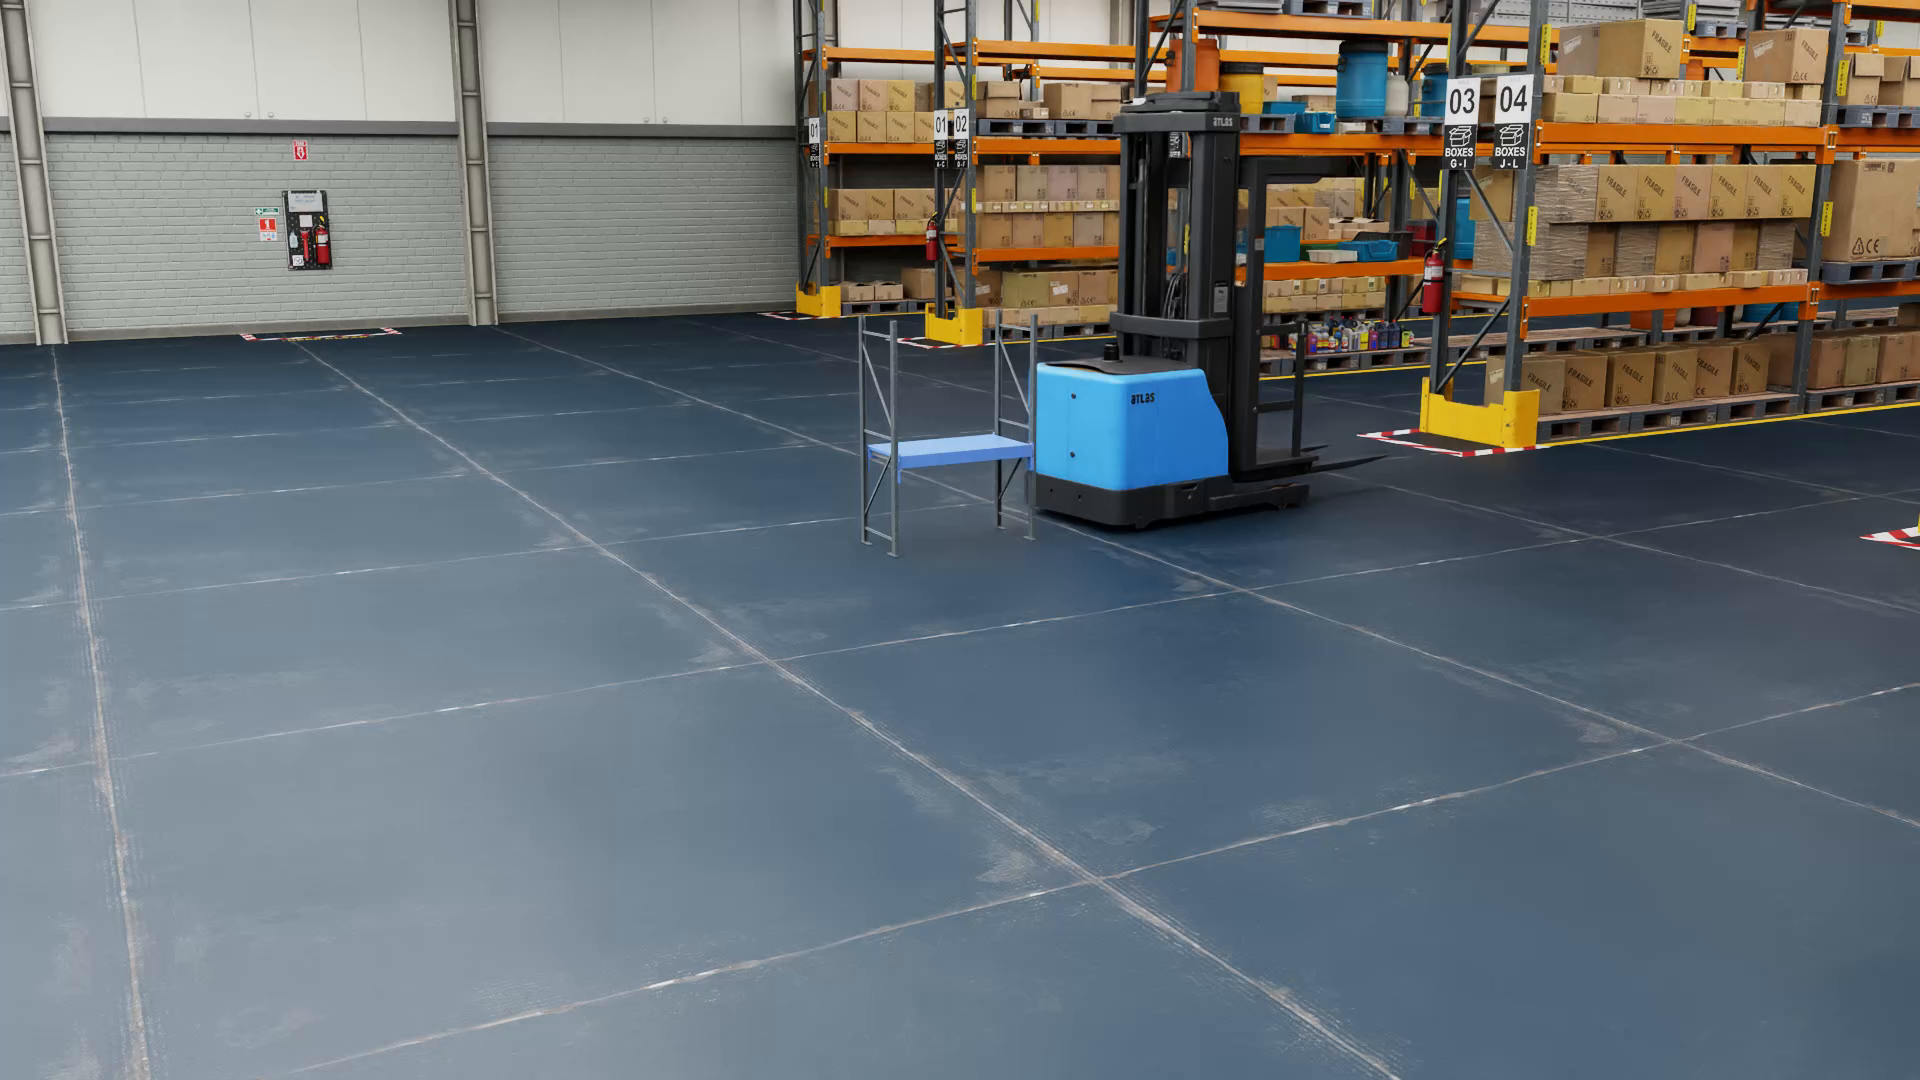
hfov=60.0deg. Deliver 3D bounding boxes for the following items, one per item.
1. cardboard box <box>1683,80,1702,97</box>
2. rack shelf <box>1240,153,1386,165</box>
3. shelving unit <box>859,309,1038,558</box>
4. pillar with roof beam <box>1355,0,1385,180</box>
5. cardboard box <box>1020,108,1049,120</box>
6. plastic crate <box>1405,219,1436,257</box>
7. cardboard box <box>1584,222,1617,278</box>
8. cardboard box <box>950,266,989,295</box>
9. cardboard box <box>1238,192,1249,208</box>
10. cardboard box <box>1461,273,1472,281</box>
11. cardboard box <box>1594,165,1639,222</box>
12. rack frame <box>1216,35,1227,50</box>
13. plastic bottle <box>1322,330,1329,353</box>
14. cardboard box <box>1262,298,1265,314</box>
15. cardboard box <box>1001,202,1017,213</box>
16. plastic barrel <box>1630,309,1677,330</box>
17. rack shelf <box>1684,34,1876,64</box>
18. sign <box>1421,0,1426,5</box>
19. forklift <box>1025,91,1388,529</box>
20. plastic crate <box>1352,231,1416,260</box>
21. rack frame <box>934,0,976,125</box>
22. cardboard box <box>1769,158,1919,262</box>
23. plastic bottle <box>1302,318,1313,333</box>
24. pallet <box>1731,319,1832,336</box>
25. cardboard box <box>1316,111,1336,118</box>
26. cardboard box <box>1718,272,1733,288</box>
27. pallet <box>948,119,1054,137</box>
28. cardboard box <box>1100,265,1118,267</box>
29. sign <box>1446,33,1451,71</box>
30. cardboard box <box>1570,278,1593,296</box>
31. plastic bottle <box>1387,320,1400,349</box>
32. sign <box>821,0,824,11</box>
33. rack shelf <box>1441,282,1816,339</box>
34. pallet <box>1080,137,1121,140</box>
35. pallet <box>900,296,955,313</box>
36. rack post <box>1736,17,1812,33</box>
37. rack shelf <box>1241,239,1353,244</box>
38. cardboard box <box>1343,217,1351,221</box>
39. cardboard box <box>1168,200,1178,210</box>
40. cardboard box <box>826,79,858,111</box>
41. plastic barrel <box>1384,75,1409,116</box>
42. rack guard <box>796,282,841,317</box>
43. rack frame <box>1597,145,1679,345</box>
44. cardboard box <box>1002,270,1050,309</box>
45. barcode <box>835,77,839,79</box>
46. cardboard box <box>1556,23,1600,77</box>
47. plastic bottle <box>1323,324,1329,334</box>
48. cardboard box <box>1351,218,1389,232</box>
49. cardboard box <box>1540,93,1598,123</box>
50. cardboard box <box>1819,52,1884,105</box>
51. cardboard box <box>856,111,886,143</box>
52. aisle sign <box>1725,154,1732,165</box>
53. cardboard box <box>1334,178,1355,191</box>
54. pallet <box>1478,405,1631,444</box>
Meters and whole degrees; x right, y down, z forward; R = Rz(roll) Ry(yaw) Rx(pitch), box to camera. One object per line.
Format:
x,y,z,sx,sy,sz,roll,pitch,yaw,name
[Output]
6.603,-4.157,15.350,0.250,0.149,0.380,-7,15,-30,cardboard box
6.329,-7.420,32.056,4.000,0.370,1.077,-7,14,-28,rack shelf
-0.075,-0.723,10.905,1.048,1.500,0.538,-7,14,-28,shelving unit
10.347,-8.856,29.964,0.400,9.000,9.100,-7,14,-28,pillar with roof beam
1.046,-6.006,23.428,0.250,0.149,0.380,-7,14,-28,cardboard box
6.088,-3.909,21.500,0.583,0.464,0.402,-7,14,-28,plastic crate
5.549,-2.714,15.434,0.500,0.500,0.875,-7,14,-28,cardboard box
0.171,-4.555,29.209,0.500,0.500,0.500,-8,15,-32,cardboard box
5.123,-6.303,31.334,0.500,0.500,0.500,-6,14,-26,cardboard box
8.387,-4.239,27.805,0.500,0.500,0.500,-7,14,-29,cardboard box
5.728,-3.131,15.005,0.500,0.500,0.500,-7,14,-28,cardboard box
4.574,-9.024,30.713,0.127,3.000,1.000,-7,14,-28,rack frame
4.428,-2.408,20.187,0.097,0.271,0.097,0,13,0,plastic bottle
4.362,-3.634,25.732,0.500,0.250,0.500,-6,14,-26,cardboard box
0.607,-4.695,23.434,0.250,0.149,0.380,-7,15,-29,cardboard box
9.742,-3.389,23.324,0.708,0.830,0.600,-7,14,-28,plastic barrel
11.076,-6.780,23.287,4.000,0.370,1.077,-7,14,-28,rack shelf
7.220,-8.497,25.879,0.005,0.325,0.100,-7,14,-28,sign
1.951,-1.739,12.160,3.031,2.935,1.130,-9,16,-36,forklift
5.289,-3.707,20.889,0.504,0.338,0.767,-7,14,-28,plastic crate
-0.071,-7.229,22.733,0.127,3.000,1.000,-7,14,-28,rack frame
8.947,-3.367,16.917,1.000,1.000,1.000,-7,14,-27,cardboard box
4.364,-2.620,20.952,0.185,0.351,0.144,-7,14,-28,plastic bottle
12.134,-3.176,24.739,1.213,0.211,1.003,-7,14,-28,pallet
5.620,-6.563,25.994,0.500,0.250,0.500,-7,15,-29,cardboard box
7.214,-2.523,16.062,0.250,0.149,0.380,-7,14,-28,cardboard box
0.562,-5.791,23.381,1.213,0.211,1.003,-7,14,-28,pallet
2.448,-3.909,25.246,0.500,0.500,0.500,-7,14,-28,cardboard box
4.424,-4.397,14.965,0.005,0.325,0.100,-7,14,-28,sign
5.492,-2.300,15.068,0.250,0.149,0.380,-7,14,-28,cardboard box
5.383,-2.567,20.713,0.185,0.351,0.144,-7,15,-29,plastic bottle
-2.188,-8.573,26.398,0.005,0.325,0.100,-7,14,-28,sign
6.427,-2.252,15.921,4.000,0.370,1.077,-7,14,-28,rack shelf
2.565,-7.203,29.878,1.003,0.211,1.213,-7,14,-28,pallet
-0.582,-4.110,28.890,1.213,0.211,1.003,-7,14,-28,pallet
11.116,-7.055,23.099,0.954,0.300,0.937,-5,14,-22,rack post
5.195,-4.582,26.276,4.000,0.370,1.077,-7,14,-28,rack shelf
7.465,-6.266,32.646,0.250,0.149,0.380,-6,14,-26,cardboard box
3.086,-4.992,24.755,0.250,0.149,0.380,-7,15,-29,cardboard box
-1.994,-7.259,27.152,0.500,0.500,0.500,-8,15,-32,cardboard box
5.338,-5.483,20.598,0.421,0.512,0.421,0,13,0,plastic barrel
-2.381,-4.045,27.942,0.348,0.500,1.175,-7,14,-28,rack guard
9.321,-4.188,22.888,0.127,3.000,1.000,-7,14,-28,rack frame
0.944,-3.598,23.861,0.500,0.500,0.500,-7,14,-28,cardboard box
-2.064,-7.720,27.876,0.075,0.075,0.001,-7,14,-28,barcode
5.911,-4.505,15.421,0.500,0.500,0.500,-7,14,-28,cardboard box
4.626,-2.604,21.059,0.097,0.271,0.097,0,13,0,plastic bottle
6.610,-5.070,27.009,0.500,0.311,0.500,-6,14,-24,cardboard box
5.219,-3.783,14.598,0.500,0.250,0.500,-6,14,-26,cardboard box
8.643,-4.562,16.525,0.637,0.503,0.797,-8,15,-31,cardboard box
-1.546,-6.815,27.452,0.500,0.500,0.500,-6,14,-24,cardboard box
14.179,-7.201,30.355,0.004,0.787,0.394,-7,14,-28,aisle sign
7.344,-6.938,32.445,0.500,0.250,0.500,-6,14,-27,cardboard box
5.469,-1.119,15.598,1.213,0.211,1.003,-7,14,-28,pallet
